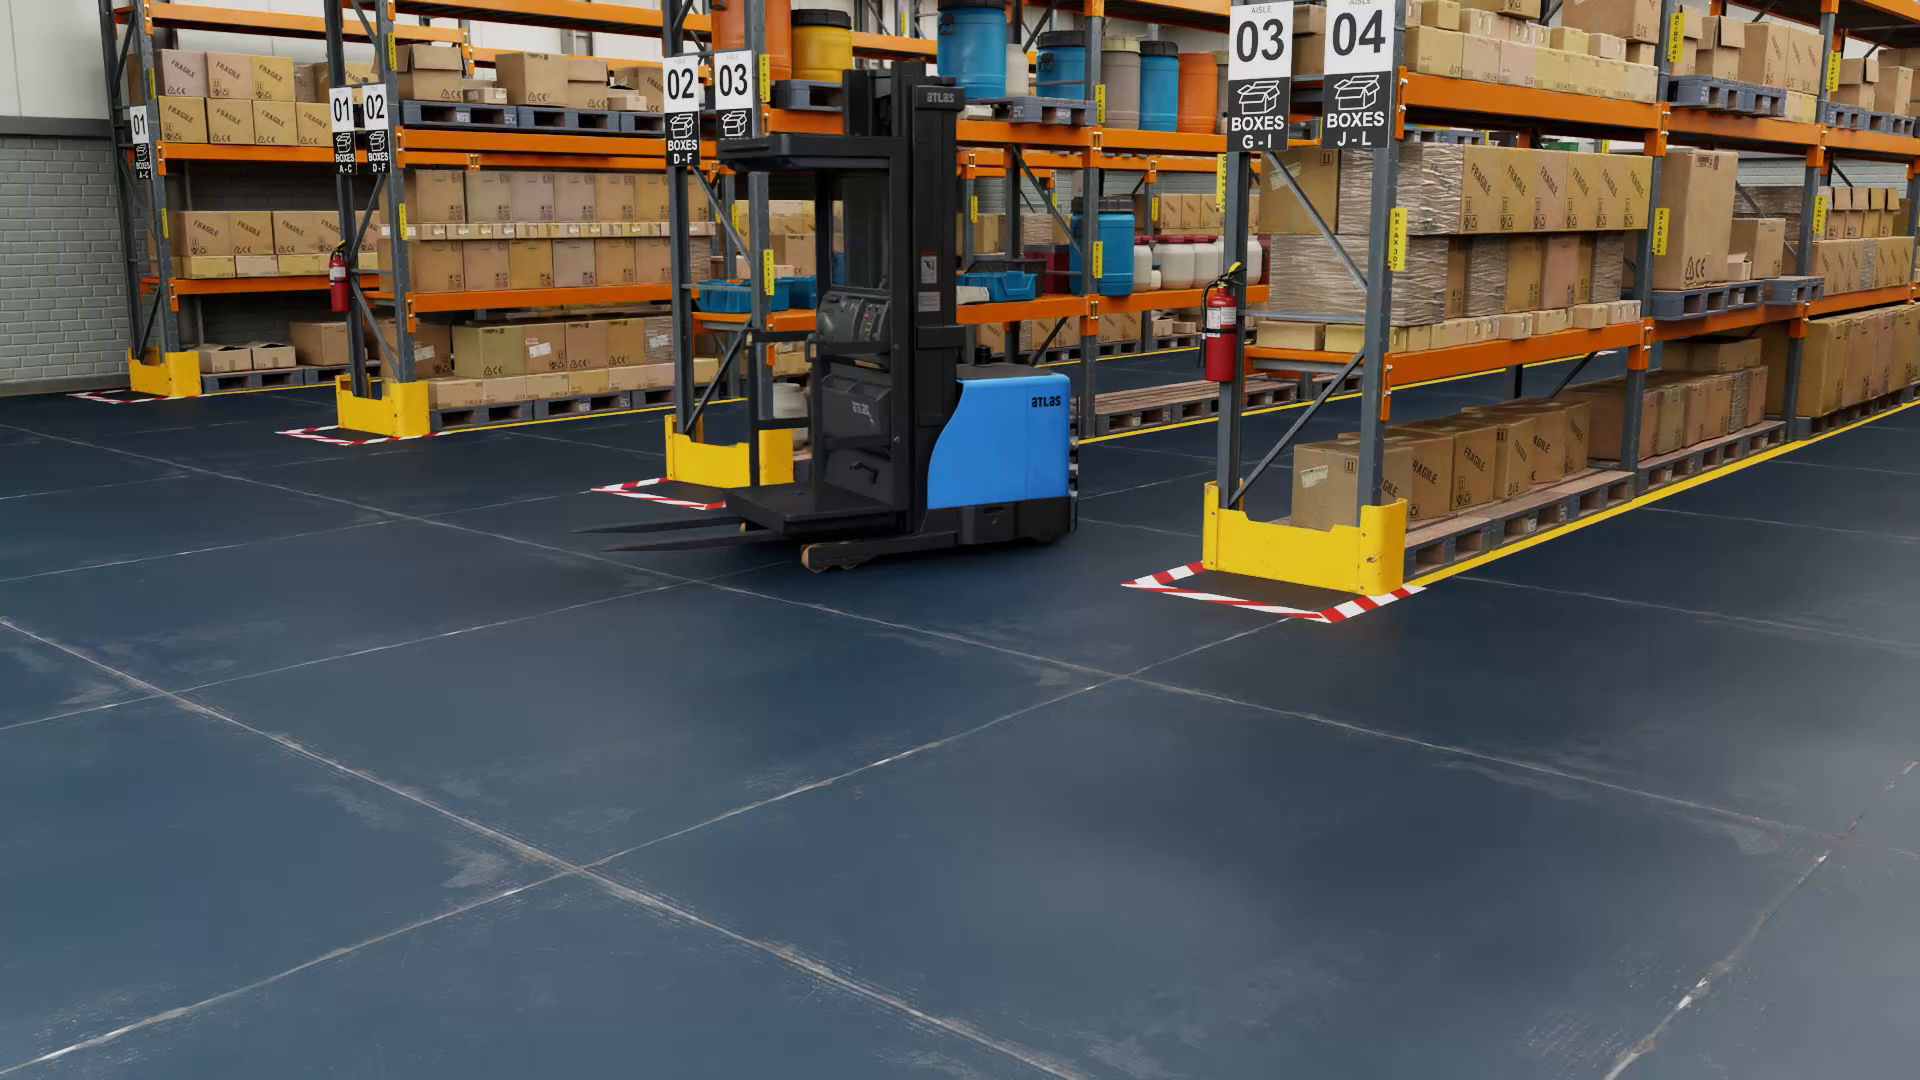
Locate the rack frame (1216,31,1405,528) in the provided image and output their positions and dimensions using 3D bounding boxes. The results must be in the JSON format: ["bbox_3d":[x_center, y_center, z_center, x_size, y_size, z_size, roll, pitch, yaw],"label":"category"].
[{"bbox_3d":[1.918,-1.246,9.291,1.000,3.000,0.127,10,15,40],"label":"rack frame"}]

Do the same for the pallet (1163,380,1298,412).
[{"bbox_3d":[2.938,-1.587,18.118,1.003,0.211,1.213,10,15,40],"label":"pallet"}]

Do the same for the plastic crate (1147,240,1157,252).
[{"bbox_3d":[2.182,-2.897,17.391,0.402,0.464,0.583,10,15,40],"label":"plastic crate"}]

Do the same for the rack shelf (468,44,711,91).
[{"bbox_3d":[-5.284,-6.443,22.852,1.077,0.370,4.000,10,15,40],"label":"rack shelf"}]

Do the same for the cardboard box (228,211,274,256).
[{"bbox_3d":[-8.370,-3.574,19.364,0.500,0.500,0.500,10,15,41],"label":"cardboard box"}]

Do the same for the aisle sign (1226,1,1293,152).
[{"bbox_3d":[1.652,-2.550,9.185,0.394,0.787,0.004,10,15,40],"label":"aisle sign"}]

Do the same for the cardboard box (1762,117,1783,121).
[{"bbox_3d":[6.419,-3.570,13.653,0.500,0.250,0.500,10,15,42],"label":"cardboard box"}]

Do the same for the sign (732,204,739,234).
[{"bbox_3d":[-2.462,-3.508,18.202,0.100,0.325,0.005,10,15,40],"label":"sign"}]

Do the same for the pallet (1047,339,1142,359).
[{"bbox_3d":[1.892,-2.801,24.195,1.003,0.211,1.213,10,15,40],"label":"pallet"}]

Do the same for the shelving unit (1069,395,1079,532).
[{"bbox_3d":[0.625,-0.507,10.955,0.210,0.900,0.258,-6,13,-28],"label":"shelving unit"}]

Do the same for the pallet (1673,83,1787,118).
[{"bbox_3d":[5.728,-3.443,13.114,1.213,0.211,1.003,10,15,40],"label":"pallet"}]

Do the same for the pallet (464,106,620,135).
[{"bbox_3d":[-4.229,-4.236,16.828,1.003,0.211,1.213,10,15,40],"label":"pallet"}]

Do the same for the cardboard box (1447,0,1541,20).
[{"bbox_3d":[3.101,-3.340,9.828,0.500,0.500,0.500,10,15,40],"label":"cardboard box"}]

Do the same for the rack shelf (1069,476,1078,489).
[{"bbox_3d":[0.625,-0.387,10.979,0.200,0.077,0.258,-6,13,-28],"label":"rack shelf"}]

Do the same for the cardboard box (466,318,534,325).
[{"bbox_3d":[-4.741,-2.019,17.195,0.500,0.500,0.500,10,15,40],"label":"cardboard box"}]

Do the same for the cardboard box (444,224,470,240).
[{"bbox_3d":[-4.928,-2.963,15.979,0.380,0.149,0.250,9,15,39],"label":"cardboard box"}]

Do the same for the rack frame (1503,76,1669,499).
[{"bbox_3d":[4.559,-1.834,12.237,1.000,3.000,0.127,10,15,40],"label":"rack frame"}]

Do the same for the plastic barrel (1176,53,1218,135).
[{"bbox_3d":[2.342,-4.556,17.108,0.600,0.830,0.708,10,15,40],"label":"plastic barrel"}]

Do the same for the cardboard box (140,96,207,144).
[{"bbox_3d":[-8.836,-4.714,18.689,0.500,0.500,0.500,10,15,42],"label":"cardboard box"}]

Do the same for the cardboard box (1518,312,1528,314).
[{"bbox_3d":[3.414,-1.396,10.683,0.380,0.149,0.250,10,15,40],"label":"cardboard box"}]

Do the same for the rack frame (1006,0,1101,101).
[{"bbox_3d":[0.838,-5.417,14.856,1.000,3.000,0.127,10,15,40],"label":"rack frame"}]

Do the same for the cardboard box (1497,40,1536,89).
[{"bbox_3d":[3.096,-2.830,9.946,0.500,0.250,0.500,10,15,40],"label":"cardboard box"}]

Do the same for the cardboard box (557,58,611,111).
[{"bbox_3d":[-4.062,-4.686,17.162,0.637,0.503,0.797,-10,15,-41],"label":"cardboard box"}]

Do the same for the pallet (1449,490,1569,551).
[{"bbox_3d":[3.337,-0.183,11.090,1.003,0.211,1.213,10,15,40],"label":"pallet"}]

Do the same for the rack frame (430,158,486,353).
[{"bbox_3d":[-6.604,-3.756,21.857,1.000,3.000,0.127,10,15,40],"label":"rack frame"}]

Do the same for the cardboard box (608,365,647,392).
[{"bbox_3d":[-3.679,-1.729,17.658,0.500,0.250,0.500,10,15,40],"label":"cardboard box"}]

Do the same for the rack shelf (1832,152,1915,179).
[{"bbox_3d":[11.160,-4.424,19.380,1.077,0.370,4.000,10,15,40],"label":"rack shelf"}]

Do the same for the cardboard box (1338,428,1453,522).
[{"bbox_3d":[2.712,-0.408,10.406,0.500,0.500,0.500,-7,13,-33],"label":"cardboard box"}]

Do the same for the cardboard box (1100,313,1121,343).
[{"bbox_3d":[1.958,-3.101,23.840,0.500,0.500,0.500,10,15,41],"label":"cardboard box"}]

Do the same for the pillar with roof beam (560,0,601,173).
[{"bbox_3d":[-2.237,-6.650,21.031,9.100,9.000,0.400,10,15,40],"label":"pillar with roof beam"}]

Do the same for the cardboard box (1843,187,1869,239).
[{"bbox_3d":[8.564,-3.264,16.580,0.797,0.503,0.637,10,15,42],"label":"cardboard box"}]

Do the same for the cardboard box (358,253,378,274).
[{"bbox_3d":[-7.344,-3.435,20.582,0.500,0.250,0.500,10,15,40],"label":"cardboard box"}]

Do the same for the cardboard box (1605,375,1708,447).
[{"bbox_3d":[5.678,-1.062,13.629,0.700,0.500,0.500,8,14,36],"label":"cardboard box"}]

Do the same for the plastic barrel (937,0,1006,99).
[{"bbox_3d":[0.101,-4.265,14.396,0.600,0.901,0.708,10,15,40],"label":"plastic barrel"}]

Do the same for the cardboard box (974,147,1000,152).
[{"bbox_3d":[0.023,-5.293,21.639,0.910,0.500,0.500,10,15,40],"label":"cardboard box"}]

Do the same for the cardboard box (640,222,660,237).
[{"bbox_3d":[-3.407,-3.301,17.671,0.380,0.149,0.250,10,15,40],"label":"cardboard box"}]

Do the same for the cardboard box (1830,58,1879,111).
[{"bbox_3d":[8.532,-4.454,16.357,0.797,0.503,0.637,10,15,40],"label":"cardboard box"}]

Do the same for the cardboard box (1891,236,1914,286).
[{"bbox_3d":[9.736,-2.956,17.599,0.500,0.500,0.500,10,15,41],"label":"cardboard box"}]

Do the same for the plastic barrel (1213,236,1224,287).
[{"bbox_3d":[2.682,-2.877,17.173,0.421,0.512,0.421,0,11,0],"label":"plastic barrel"}]

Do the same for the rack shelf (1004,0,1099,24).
[{"bbox_3d":[-0.482,-4.574,13.492,1.077,0.370,4.000,10,15,40],"label":"rack shelf"}]

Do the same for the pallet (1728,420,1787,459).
[{"bbox_3d":[6.682,-0.941,14.882,1.003,0.211,1.213,10,15,40],"label":"pallet"}]

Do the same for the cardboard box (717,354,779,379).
[{"bbox_3d":[-2.428,-2.001,19.018,0.500,0.250,0.500,9,15,39],"label":"cardboard box"}]

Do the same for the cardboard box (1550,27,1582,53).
[{"bbox_3d":[3.695,-3.148,10.519,0.380,0.149,0.250,11,16,43],"label":"cardboard box"}]

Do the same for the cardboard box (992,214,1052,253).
[{"bbox_3d":[0.838,-4.176,22.635,0.500,0.500,0.700,-9,14,-37],"label":"cardboard box"}]

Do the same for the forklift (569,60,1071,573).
[{"bbox_3d":[-0.834,-1.363,10.053,3.031,2.935,1.130,-6,13,-28],"label":"forklift"}]

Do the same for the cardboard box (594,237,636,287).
[{"bbox_3d":[-3.846,-2.947,17.552,0.700,0.500,0.500,10,15,41],"label":"cardboard box"}]

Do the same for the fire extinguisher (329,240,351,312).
[{"bbox_3d":[-5.948,-2.532,15.927,0.296,0.674,0.183,10,15,40],"label":"fire extinguisher"}]

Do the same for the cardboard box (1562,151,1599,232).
[{"bbox_3d":[3.808,-2.271,10.854,0.500,0.500,0.500,10,15,40],"label":"cardboard box"}]

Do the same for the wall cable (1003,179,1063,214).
[{"bbox_3d":[1.452,-6.330,32.152,0.084,1.984,1.851,10,15,40],"label":"wall cable"}]

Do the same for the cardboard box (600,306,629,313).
[{"bbox_3d":[-5.133,-3.084,23.752,0.700,0.500,0.500,10,15,40],"label":"cardboard box"}]

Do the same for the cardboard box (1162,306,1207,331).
[{"bbox_3d":[3.637,-3.561,26.134,0.797,0.503,0.637,10,15,40],"label":"cardboard box"}]

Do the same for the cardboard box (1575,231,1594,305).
[{"bbox_3d":[3.859,-1.902,11.561,0.875,0.500,0.500,10,15,40],"label":"cardboard box"}]

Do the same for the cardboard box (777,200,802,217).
[{"bbox_3d":[-2.789,-5.103,25.623,0.500,0.250,0.500,10,15,41],"label":"cardboard box"}]

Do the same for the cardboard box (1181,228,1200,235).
[{"bbox_3d":[3.277,-4.457,25.114,0.500,0.500,0.500,10,15,41],"label":"cardboard box"}]

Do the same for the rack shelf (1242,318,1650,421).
[{"bbox_3d":[3.238,-1.187,10.835,1.077,0.370,4.000,10,15,40],"label":"rack shelf"}]
